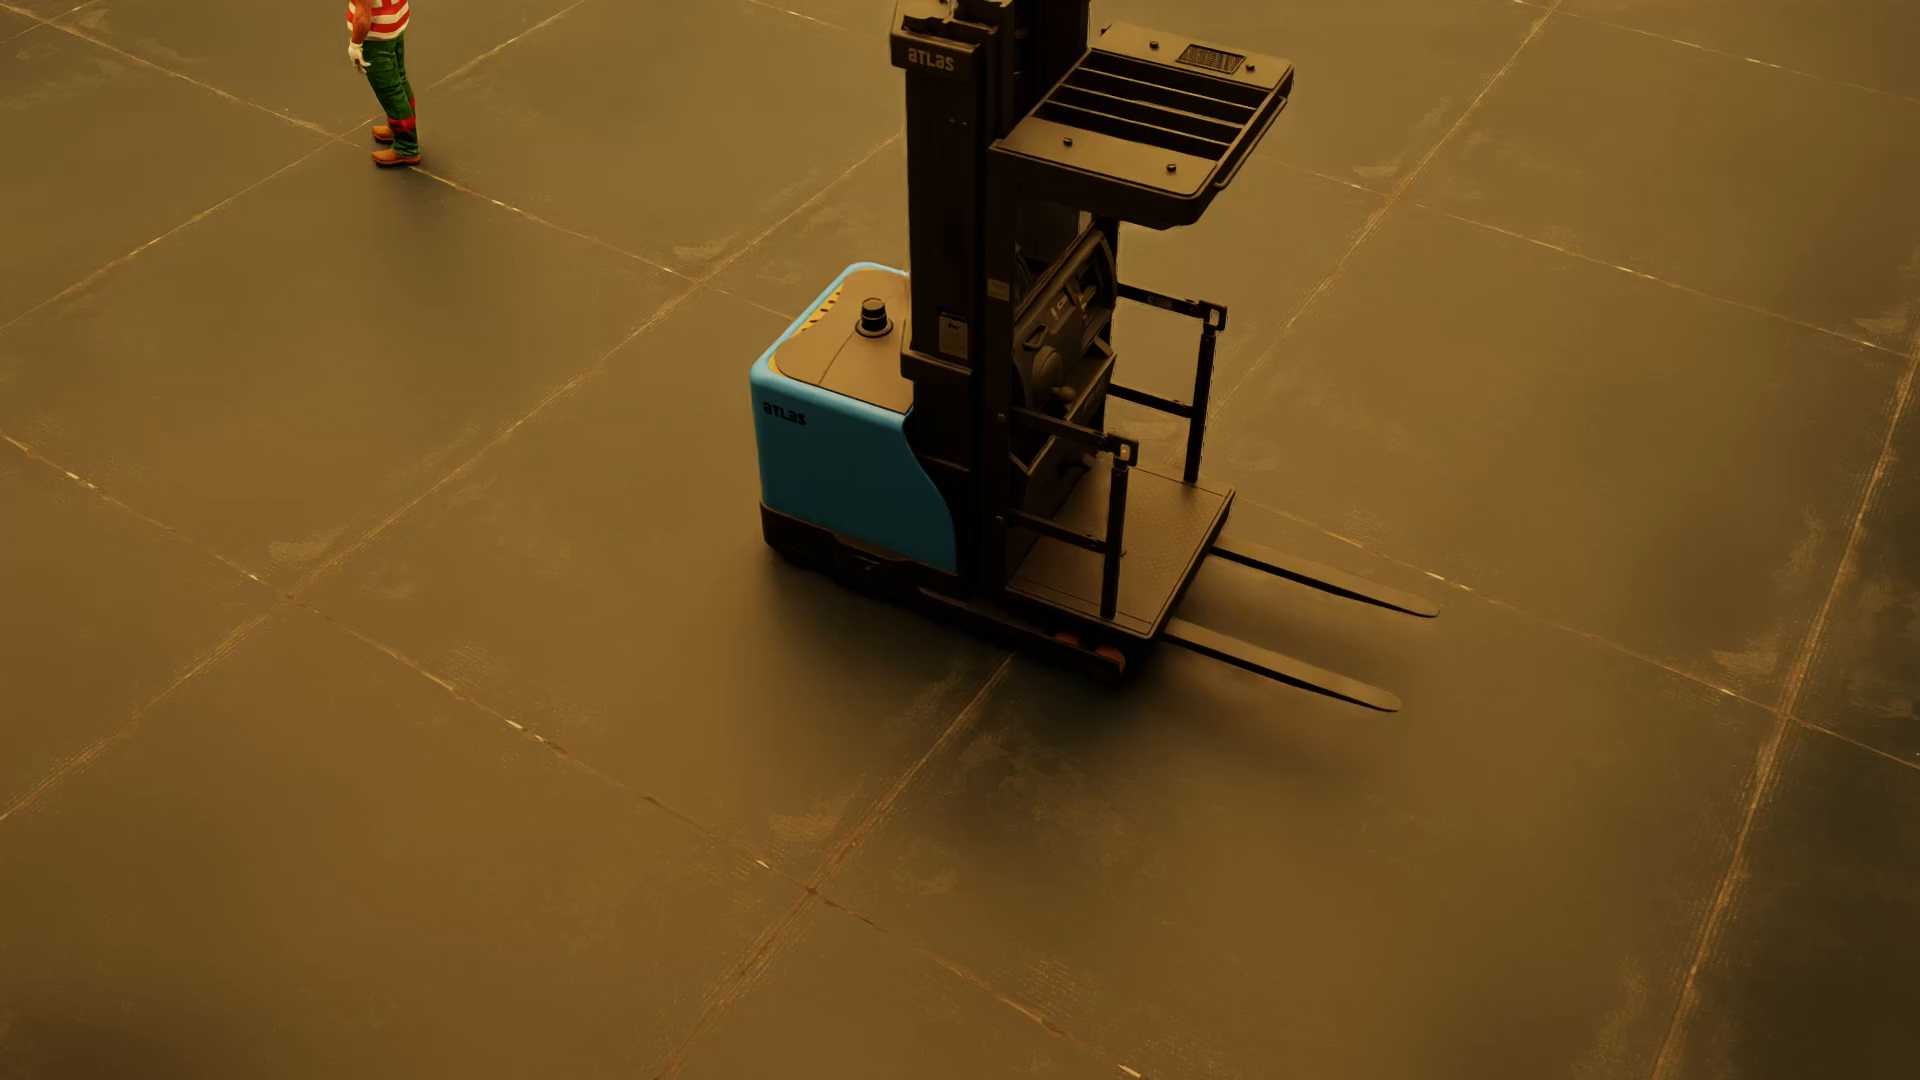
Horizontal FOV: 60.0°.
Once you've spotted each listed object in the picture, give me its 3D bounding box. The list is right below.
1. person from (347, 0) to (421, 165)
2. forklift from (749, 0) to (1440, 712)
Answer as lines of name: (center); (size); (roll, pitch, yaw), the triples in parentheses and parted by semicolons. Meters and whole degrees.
person: (-3.530, -3.059, 9.895); (0.564, 1.787, 0.638); (5, 44, 5)
forklift: (0.615, -0.862, 6.758); (3.031, 2.935, 1.130); (19, 47, 19)
